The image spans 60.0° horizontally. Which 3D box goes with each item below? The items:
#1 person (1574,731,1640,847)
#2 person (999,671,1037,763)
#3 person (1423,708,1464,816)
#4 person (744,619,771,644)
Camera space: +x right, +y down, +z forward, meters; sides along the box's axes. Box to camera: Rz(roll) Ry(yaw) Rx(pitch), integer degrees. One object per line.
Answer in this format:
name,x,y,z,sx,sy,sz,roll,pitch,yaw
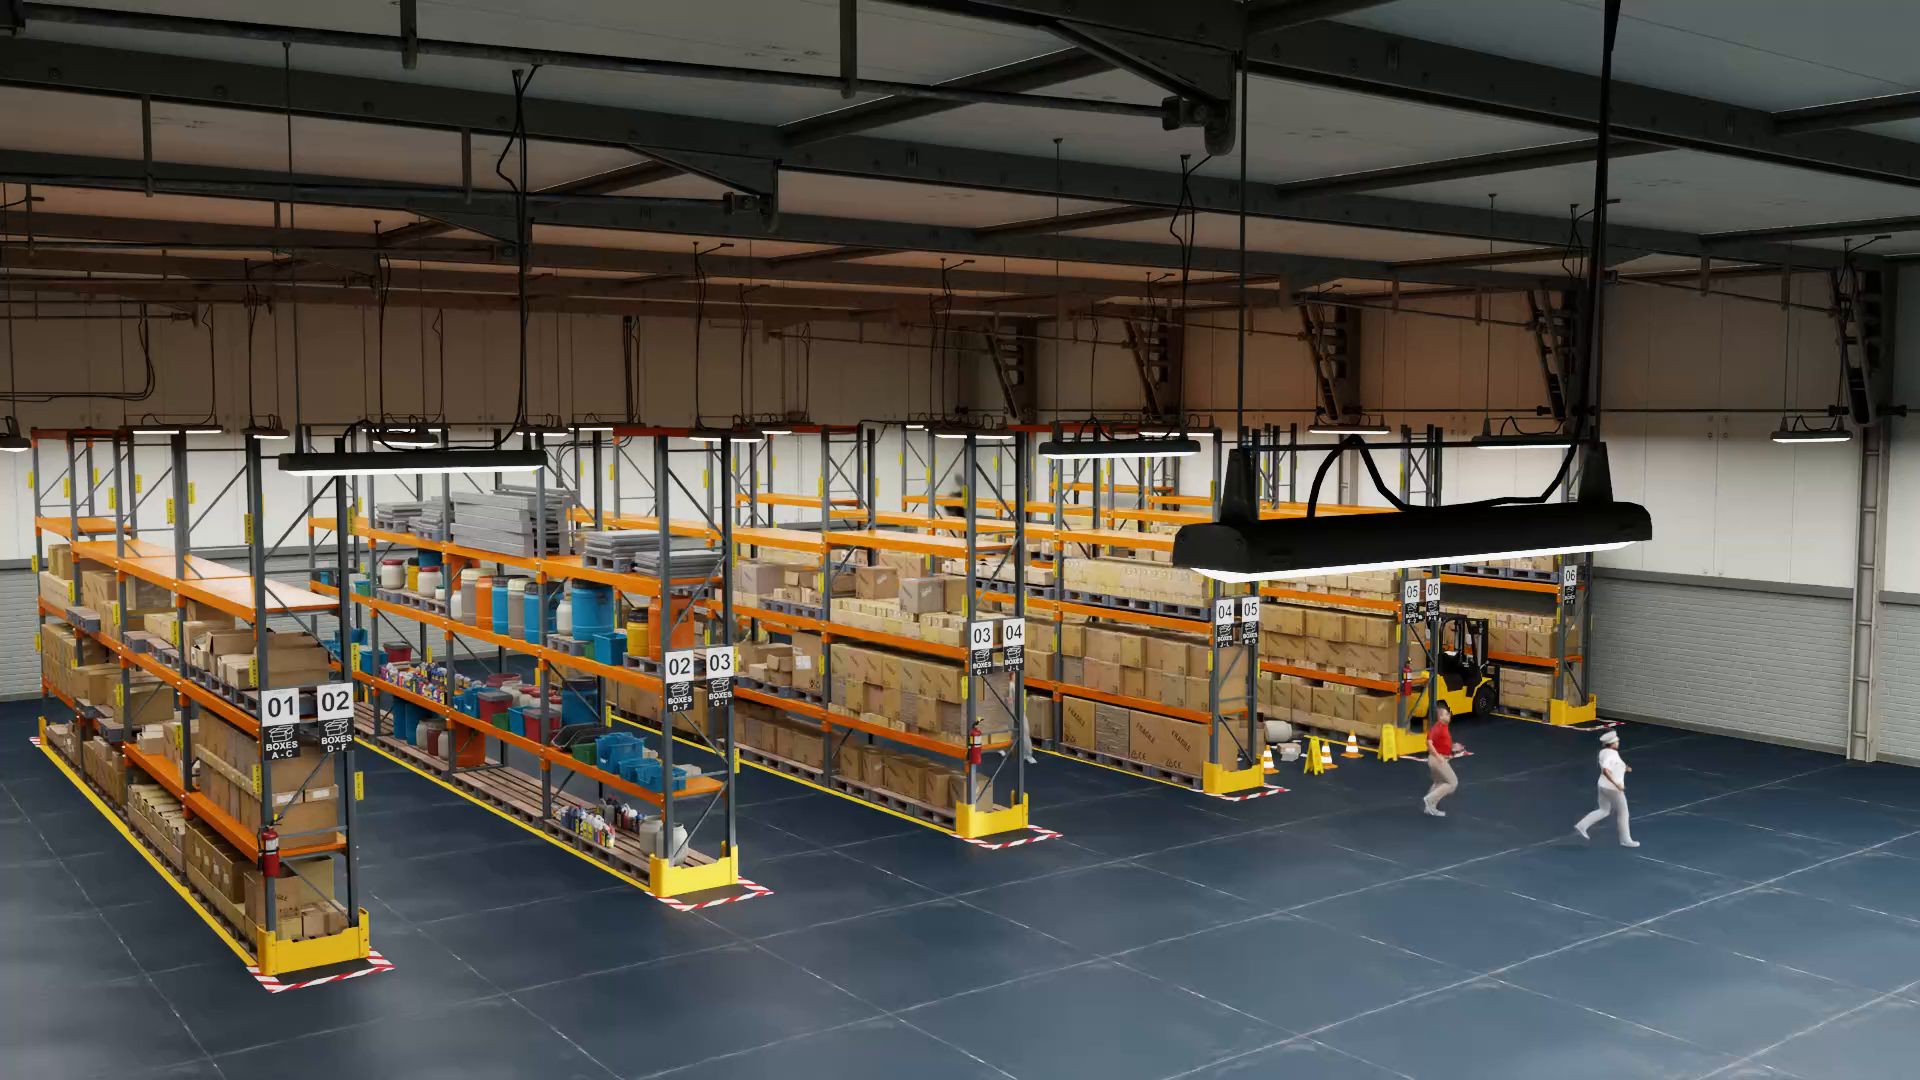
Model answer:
person,9.377,3.588,24.014,0.924,1.675,0.583,0,4,-4
person,0.991,3.128,29.897,0.909,1.688,0.563,4,6,44
person,7.527,3.453,25.883,0.605,1.694,0.644,1,5,13
person,-4.476,2.591,37.010,0.559,1.691,0.896,-3,5,-30
